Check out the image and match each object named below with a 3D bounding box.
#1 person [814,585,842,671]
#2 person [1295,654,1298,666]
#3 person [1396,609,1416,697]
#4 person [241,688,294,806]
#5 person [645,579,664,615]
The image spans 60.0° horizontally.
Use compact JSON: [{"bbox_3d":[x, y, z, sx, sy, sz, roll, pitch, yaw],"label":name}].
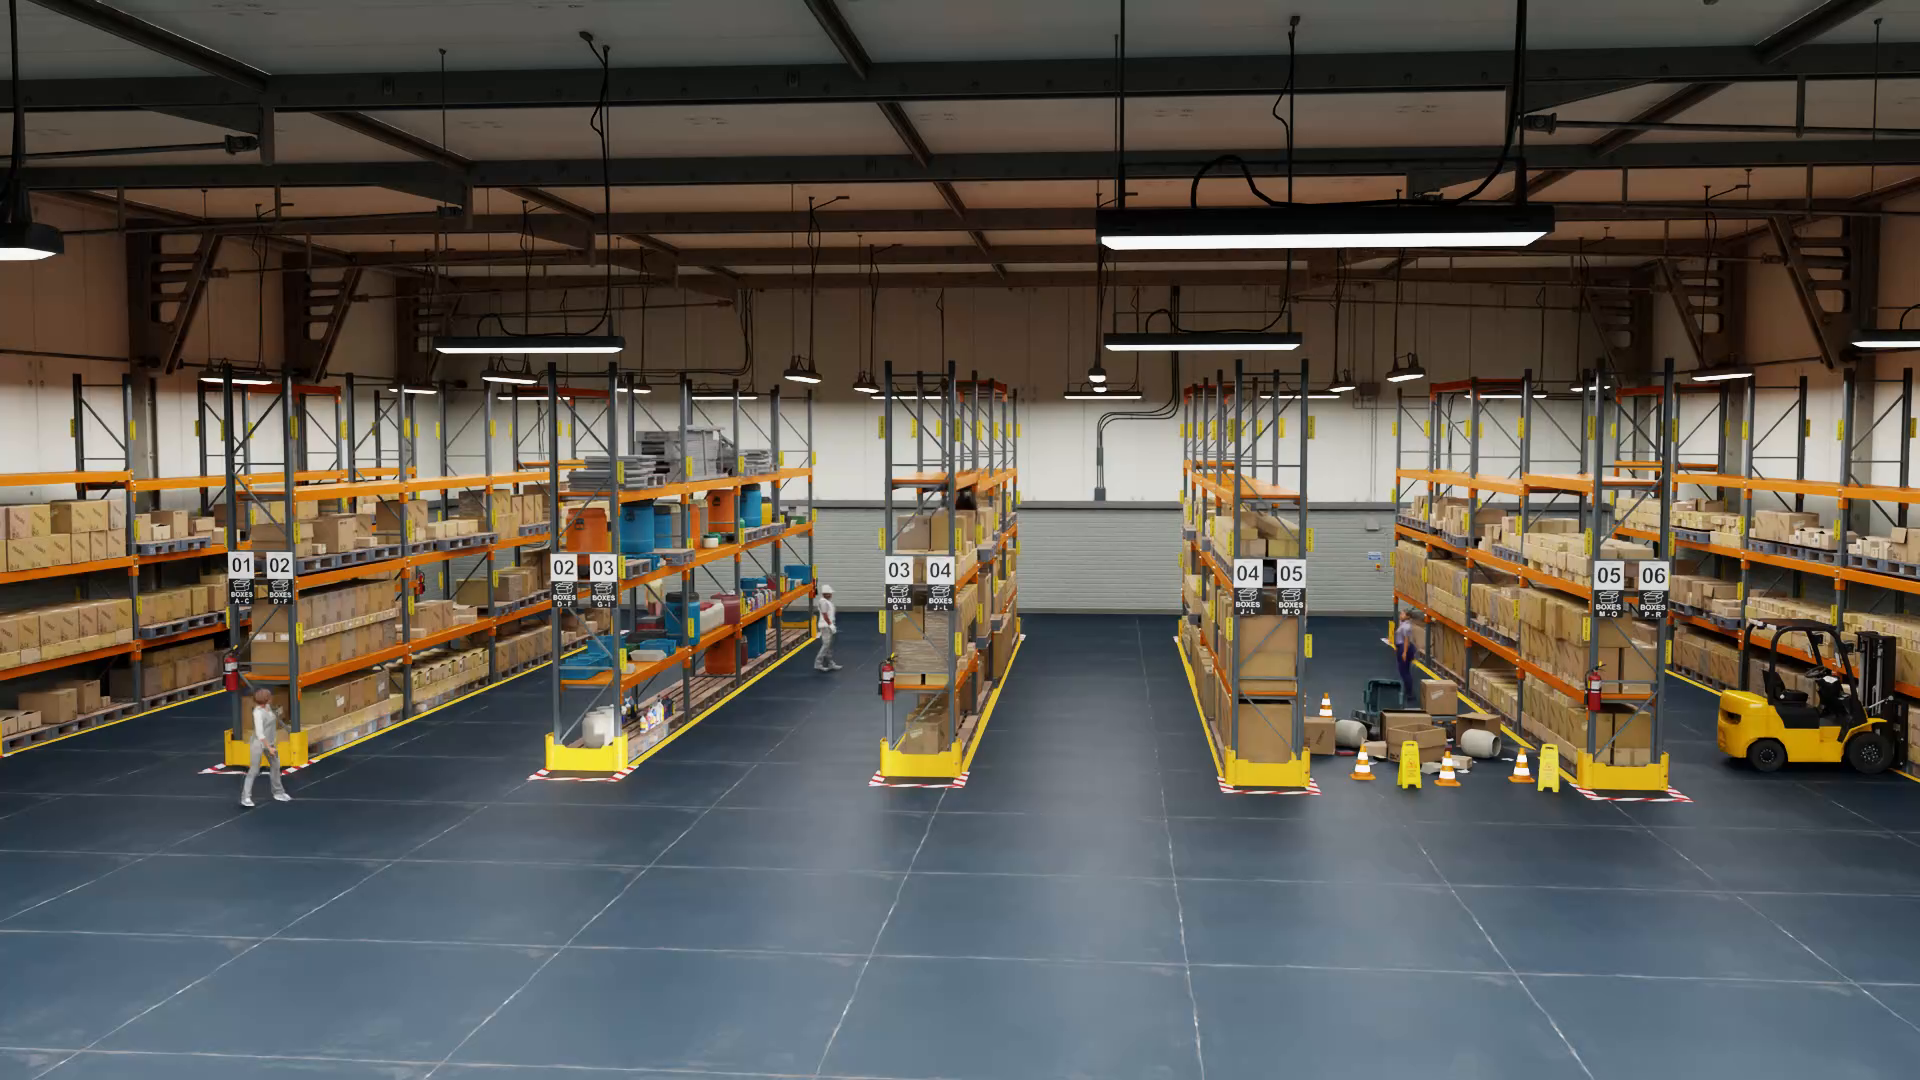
[{"bbox_3d":[-2.751,1.823,34.607,0.501,1.793,0.580,0,4,7],"label":"person"},{"bbox_3d":[7.152,1.834,35.310,0.350,1.687,0.503,1,4,9],"label":"person"},{"bbox_3d":[8.369,2.124,31.318,0.361,1.653,0.519,2,4,26],"label":"person"},{"bbox_3d":[-9.324,2.820,22.293,0.572,1.507,0.561,0,4,6],"label":"person"},{"bbox_3d":[-7.479,1.514,40.683,0.452,1.626,0.970,0,4,-7],"label":"person"}]
